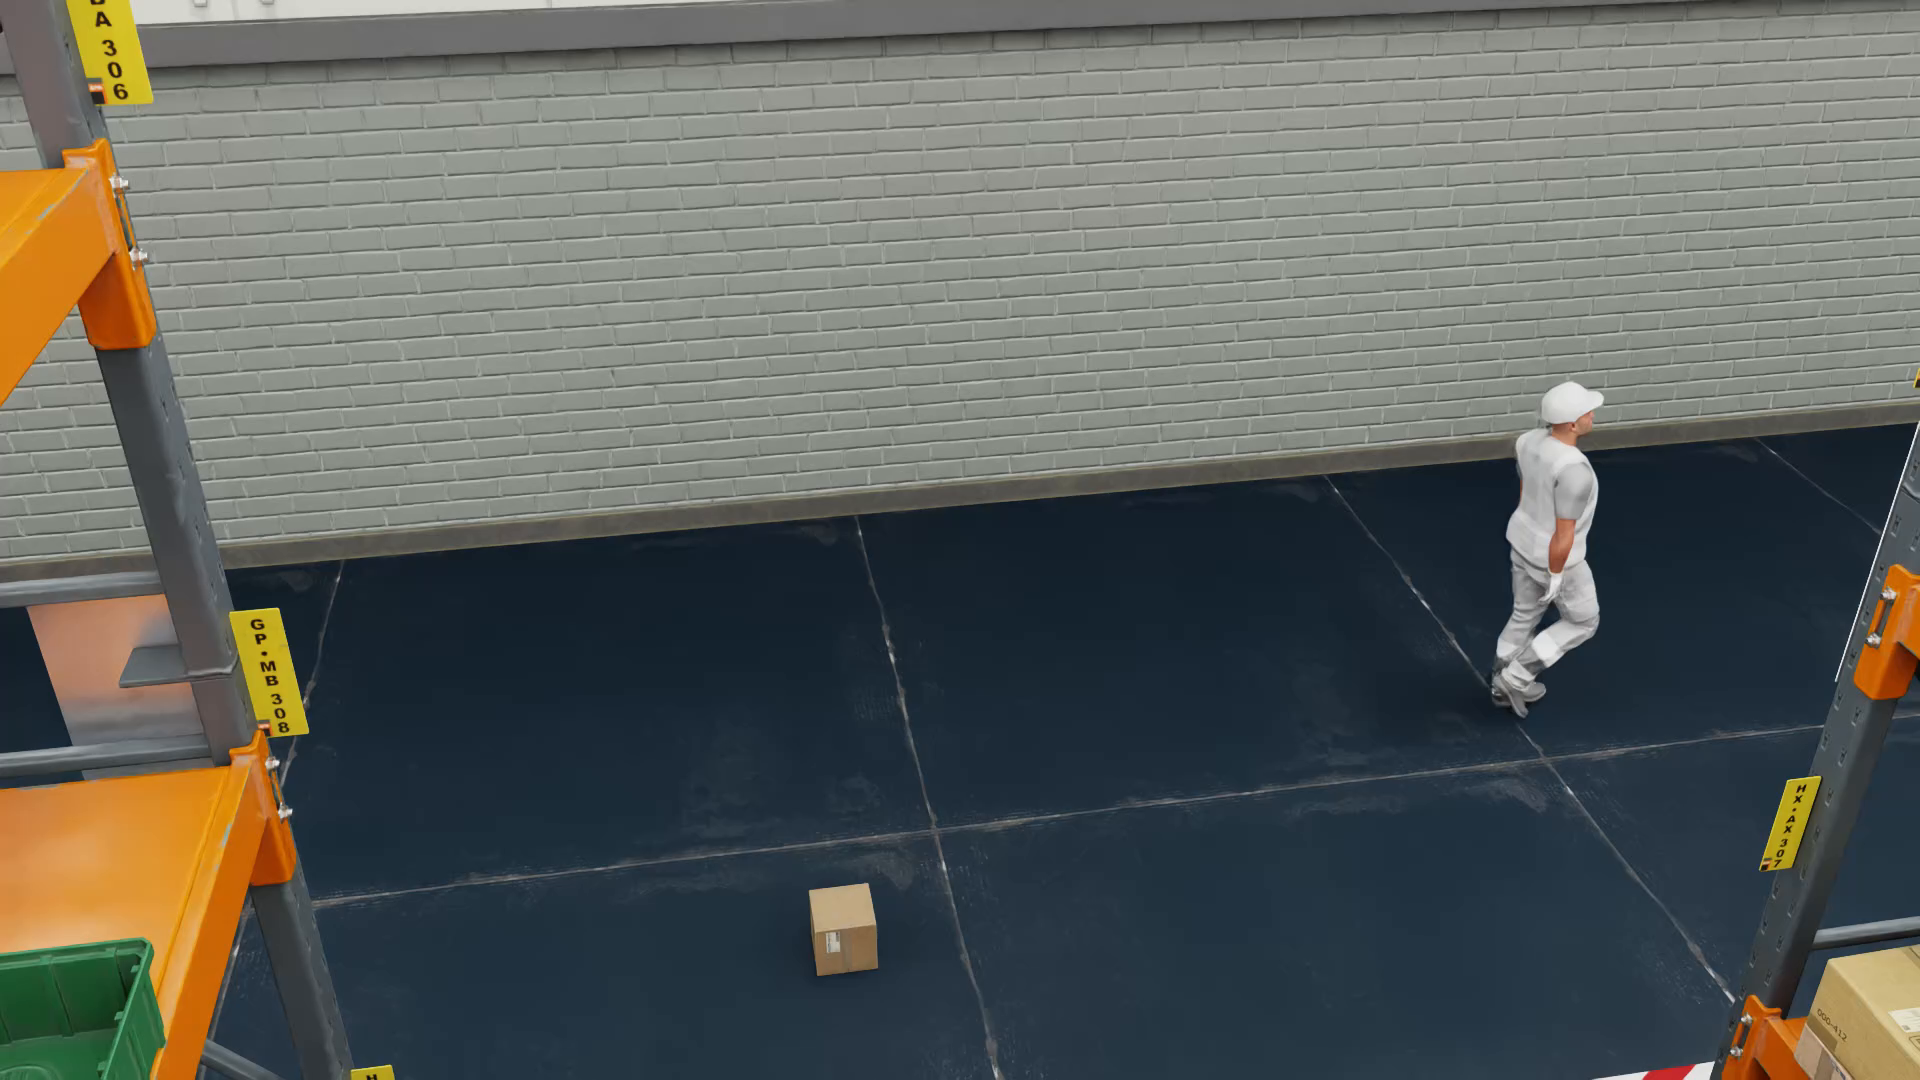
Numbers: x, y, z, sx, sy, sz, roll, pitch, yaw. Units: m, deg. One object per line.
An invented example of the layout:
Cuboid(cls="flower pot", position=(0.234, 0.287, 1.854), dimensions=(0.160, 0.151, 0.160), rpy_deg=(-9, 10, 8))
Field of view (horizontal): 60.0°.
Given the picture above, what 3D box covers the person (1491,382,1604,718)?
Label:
Cuboid(cls="person", position=(2.826, 0.058, 7.973), dimensions=(0.481, 1.780, 0.523), rpy_deg=(-8, 31, -13))
